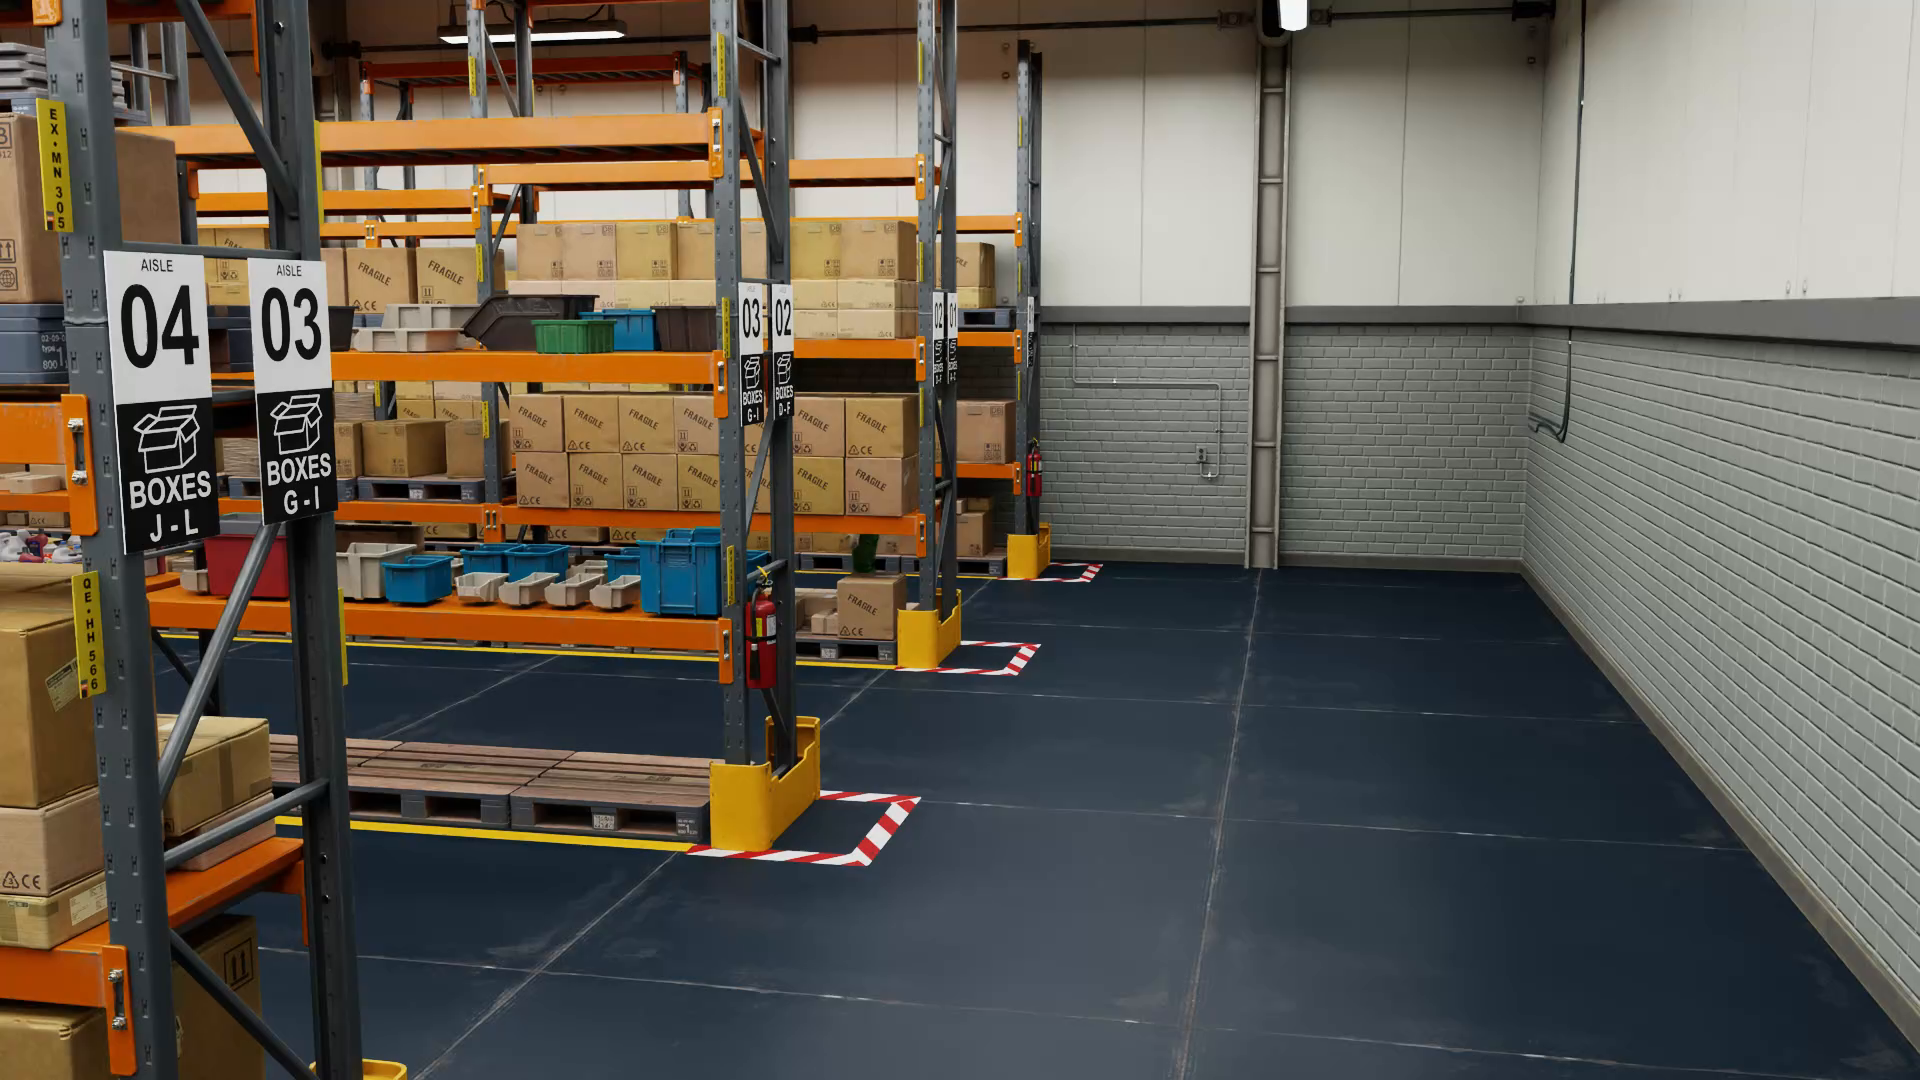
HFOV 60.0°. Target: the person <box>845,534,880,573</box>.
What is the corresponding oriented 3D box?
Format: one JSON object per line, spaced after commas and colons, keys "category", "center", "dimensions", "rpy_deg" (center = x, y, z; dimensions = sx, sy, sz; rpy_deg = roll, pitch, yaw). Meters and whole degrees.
{"category": "person", "center": [-0.930, -0.088, 16.384], "dimensions": [0.348, 1.780, 0.527], "rpy_deg": [2, 8, 12]}
